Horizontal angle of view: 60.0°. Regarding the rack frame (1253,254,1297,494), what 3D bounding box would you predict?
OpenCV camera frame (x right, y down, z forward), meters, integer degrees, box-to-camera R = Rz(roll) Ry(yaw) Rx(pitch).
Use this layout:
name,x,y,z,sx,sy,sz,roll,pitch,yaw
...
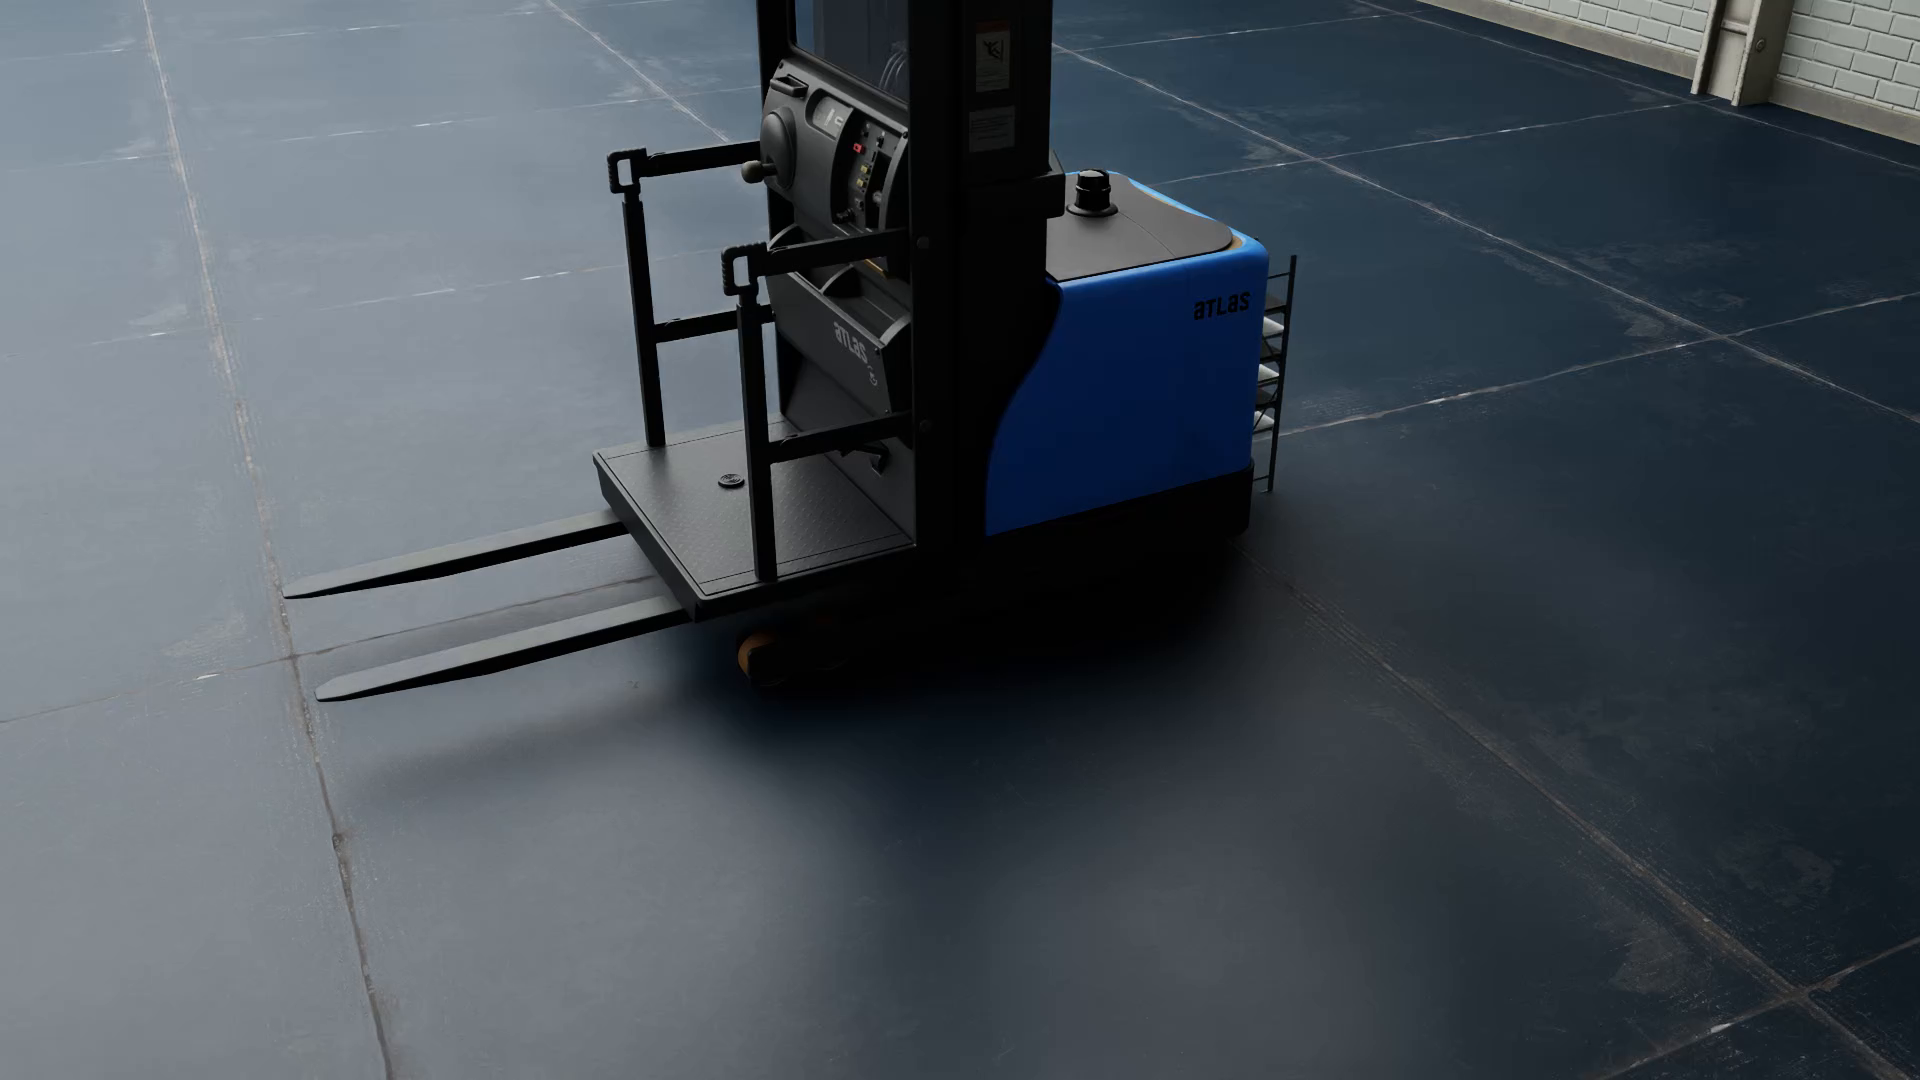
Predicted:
name,x,y,z,sx,sy,sz,roll,pitch,yaw
rack frame,1.037,-0.546,5.803,0.240,0.900,0.006,-16,33,-26

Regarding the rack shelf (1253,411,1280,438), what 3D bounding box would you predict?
name,x,y,z,sx,sy,sz,roll,pitch,yaw
rack shelf,0.985,-0.403,5.984,0.258,0.077,0.200,-16,33,-26

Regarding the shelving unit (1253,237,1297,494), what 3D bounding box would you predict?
name,x,y,z,sx,sy,sz,roll,pitch,yaw
shelving unit,0.985,-0.589,5.880,0.258,0.900,0.210,-16,33,-26

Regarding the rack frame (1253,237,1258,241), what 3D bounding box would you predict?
name,x,y,z,sx,sy,sz,roll,pitch,yaw
rack frame,0.934,-0.632,5.956,0.240,0.900,0.006,-16,33,-26

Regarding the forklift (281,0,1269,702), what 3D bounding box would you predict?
name,x,y,z,sx,sy,sz,roll,pitch,yaw
forklift,-0.558,-1.135,4.778,3.031,2.935,1.130,-14,32,-24

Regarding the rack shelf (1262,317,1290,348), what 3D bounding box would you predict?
name,x,y,z,sx,sy,sz,roll,pitch,yaw
rack shelf,0.985,-0.717,5.808,0.258,0.077,0.200,-16,33,-26

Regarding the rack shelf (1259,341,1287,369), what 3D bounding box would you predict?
name,x,y,z,sx,sy,sz,roll,pitch,yaw
rack shelf,0.985,-0.638,5.852,0.258,0.077,0.200,-16,33,-26

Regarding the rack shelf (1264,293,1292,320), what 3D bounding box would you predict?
name,x,y,z,sx,sy,sz,roll,pitch,yaw
rack shelf,0.985,-0.795,5.764,0.258,0.077,0.200,-16,33,-26

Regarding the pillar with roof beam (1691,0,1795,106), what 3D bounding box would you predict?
name,x,y,z,sx,sy,sz,roll,pitch,yaw
pillar with roof beam,1.190,-5.943,7.149,9.100,9.000,0.400,-13,32,-22

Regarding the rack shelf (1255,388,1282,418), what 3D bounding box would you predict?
name,x,y,z,sx,sy,sz,roll,pitch,yaw
rack shelf,0.985,-0.481,5.940,0.258,0.077,0.200,-16,33,-26

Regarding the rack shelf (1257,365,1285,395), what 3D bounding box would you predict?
name,x,y,z,sx,sy,sz,roll,pitch,yaw
rack shelf,0.985,-0.560,5.896,0.258,0.077,0.200,-16,33,-26
